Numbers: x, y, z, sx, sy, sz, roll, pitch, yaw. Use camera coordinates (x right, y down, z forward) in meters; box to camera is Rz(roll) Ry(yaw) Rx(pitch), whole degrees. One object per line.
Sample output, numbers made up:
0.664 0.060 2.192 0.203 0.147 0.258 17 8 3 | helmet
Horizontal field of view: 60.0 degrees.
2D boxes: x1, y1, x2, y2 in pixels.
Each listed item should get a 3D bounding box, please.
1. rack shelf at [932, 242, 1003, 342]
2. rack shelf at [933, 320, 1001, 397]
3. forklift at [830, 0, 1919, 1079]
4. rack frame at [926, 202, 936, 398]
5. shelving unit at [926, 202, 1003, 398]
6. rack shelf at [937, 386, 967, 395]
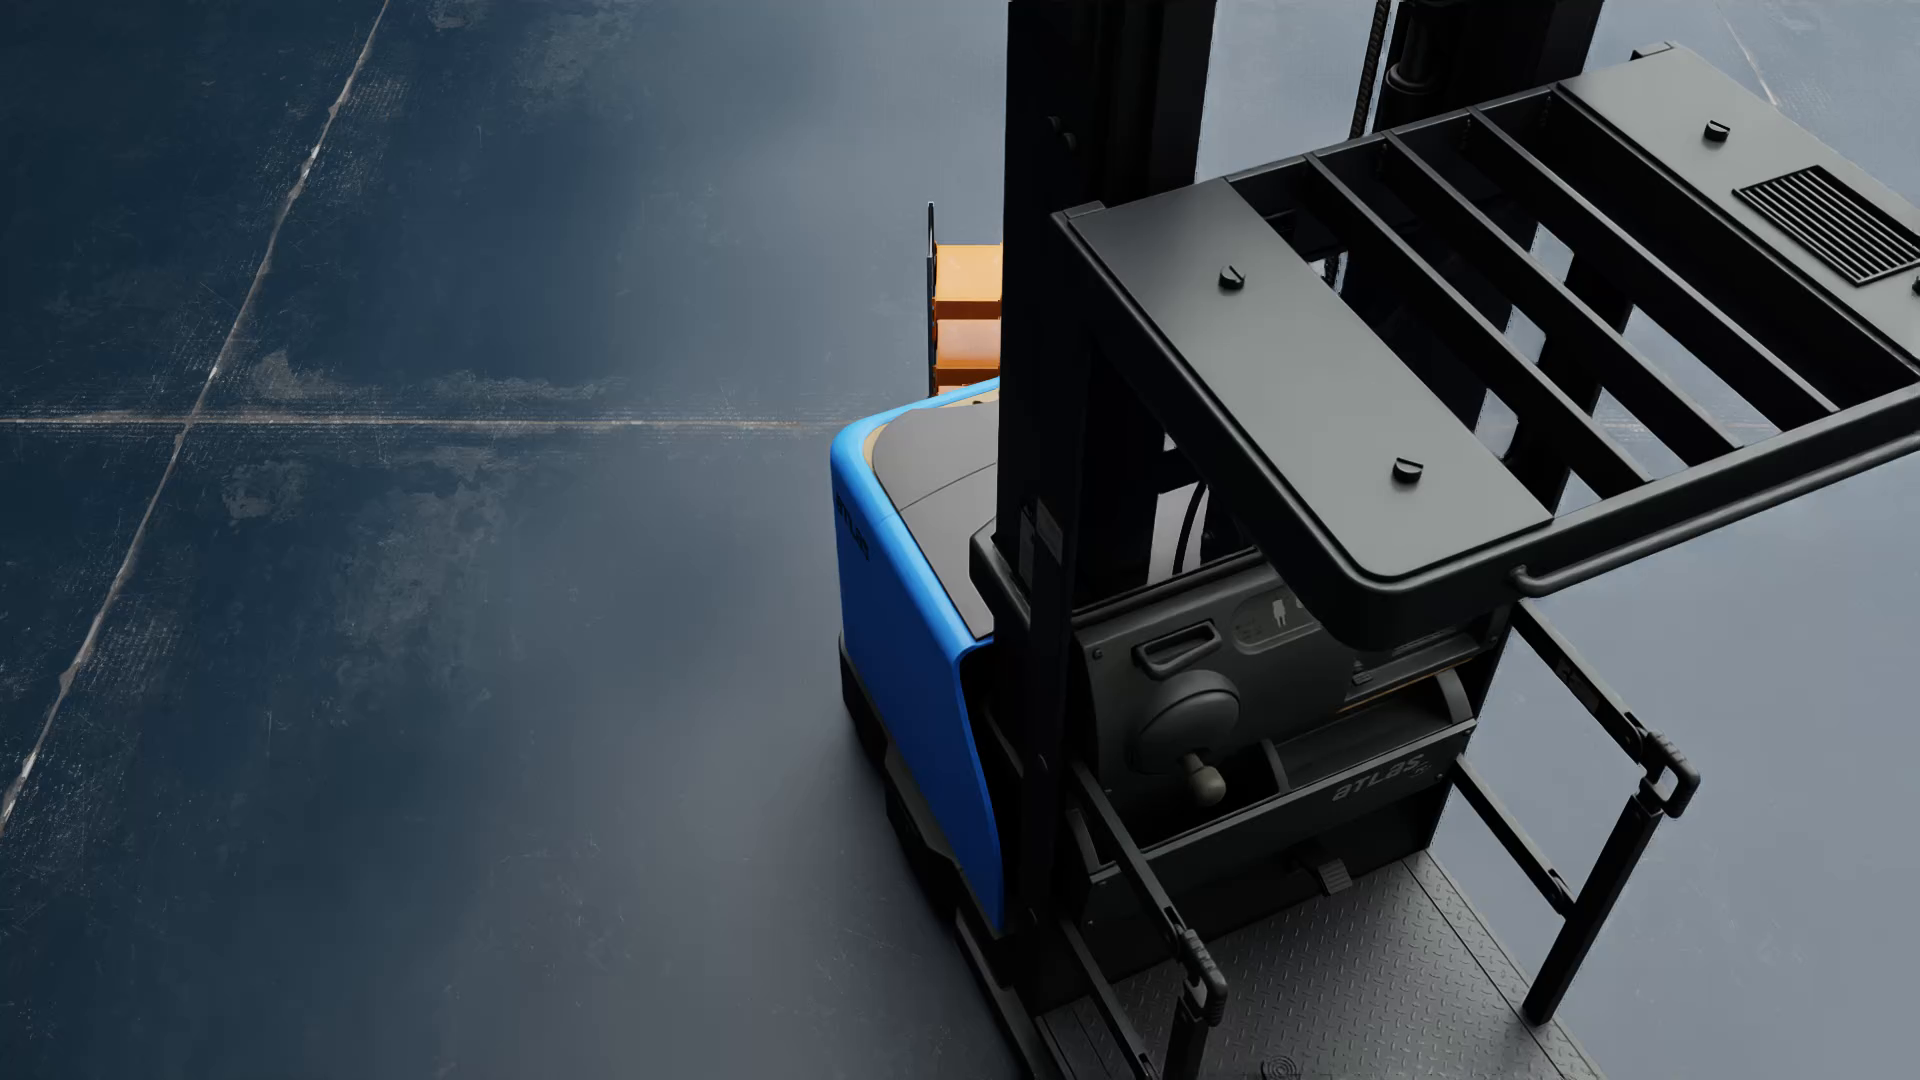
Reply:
0.166 -0.676 4.523 0.480 0.148 0.258 0 47 0 | rack shelf
0.166 -0.515 4.696 0.480 0.148 0.258 0 47 0 | rack shelf
0.742 0.293 2.975 1.130 2.935 3.031 -19 50 -17 | forklift
-0.078 -0.409 4.811 0.015 1.200 0.240 0 47 0 | rack frame
0.166 -0.408 4.810 0.503 1.200 0.258 0 47 0 | shelving unit
0.166 -0.362 4.860 0.480 0.148 0.258 0 47 0 | rack shelf
